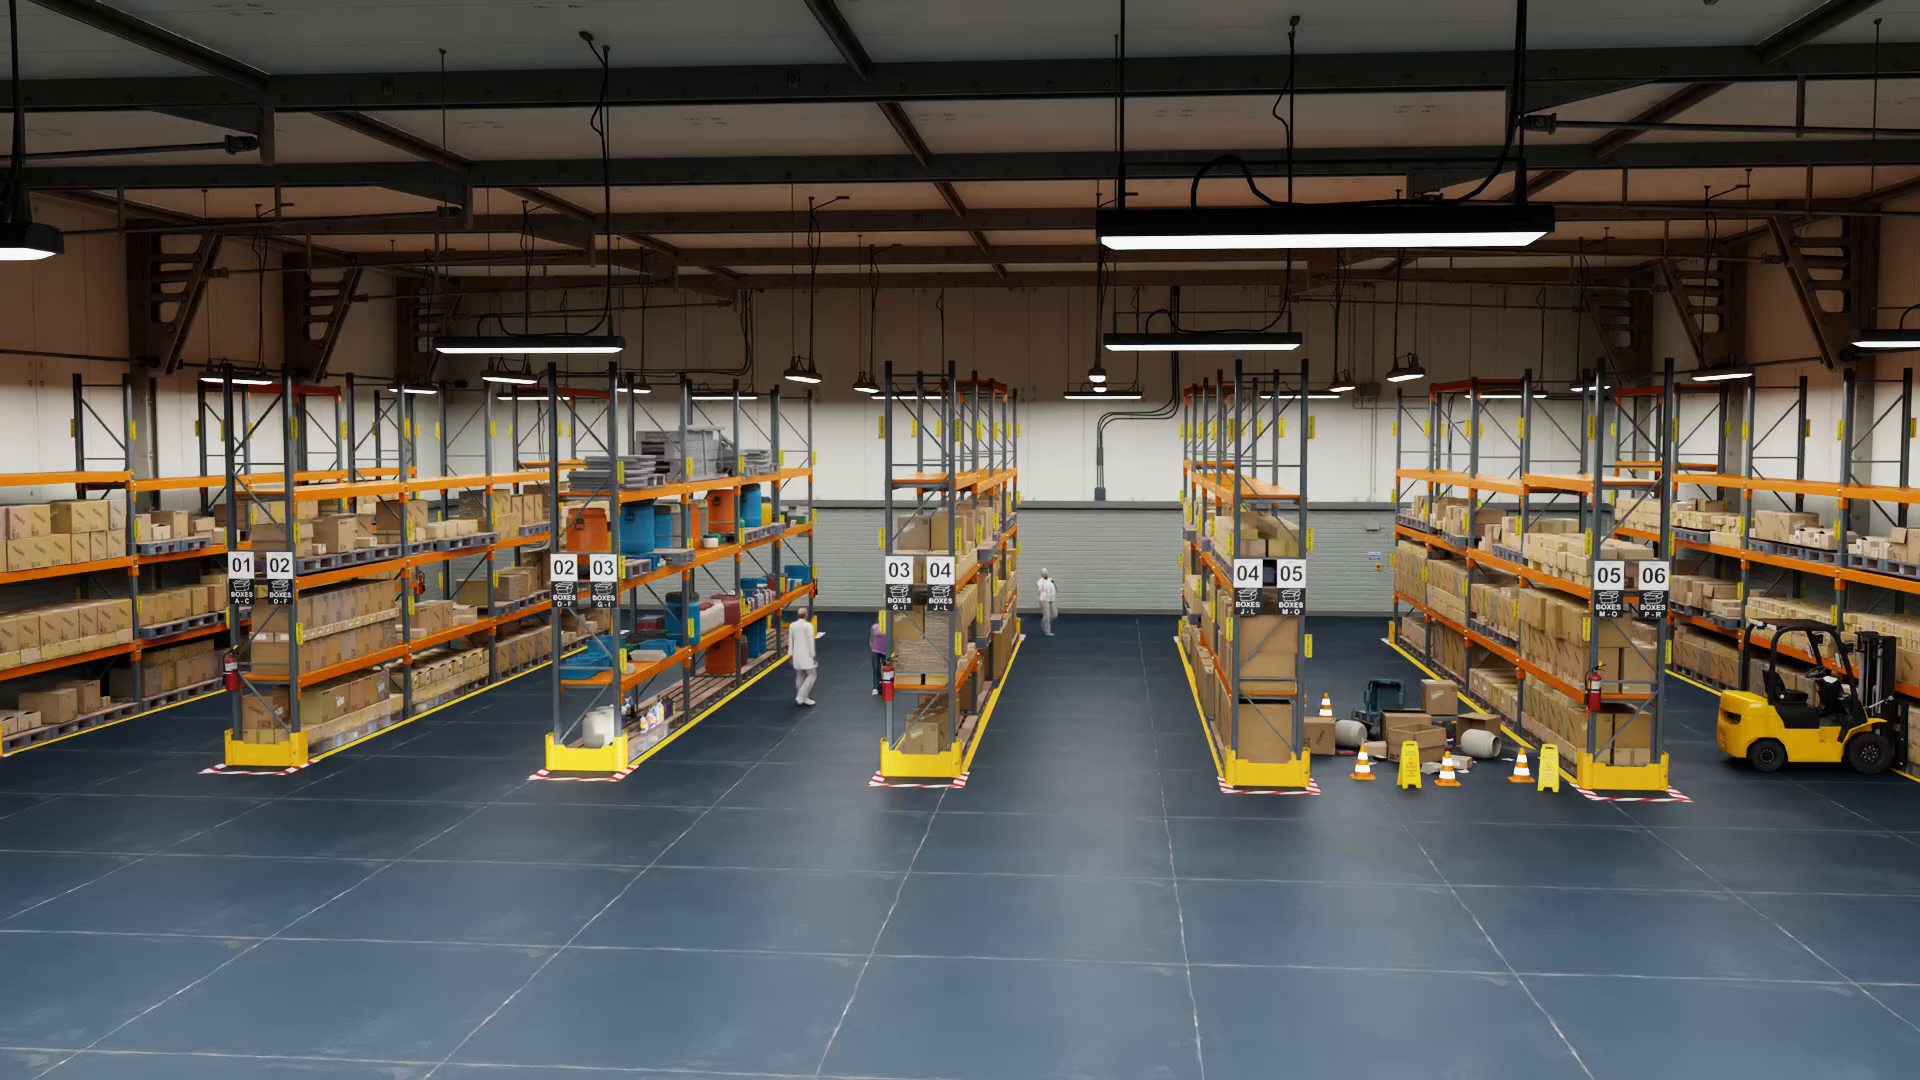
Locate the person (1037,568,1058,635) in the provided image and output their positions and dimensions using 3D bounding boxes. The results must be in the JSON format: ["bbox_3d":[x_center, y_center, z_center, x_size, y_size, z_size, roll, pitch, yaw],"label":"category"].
[{"bbox_3d":[2.120,1.502,40.627,0.472,1.640,0.534,-3,5,-38],"label":"person"}]

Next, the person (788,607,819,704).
[{"bbox_3d":[-2.894,2.121,30.365,0.634,1.777,0.582,3,5,35],"label":"person"}]

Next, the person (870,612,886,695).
[{"bbox_3d":[-1.503,2.131,31.597,0.436,1.536,0.972,0,4,4],"label":"person"}]
